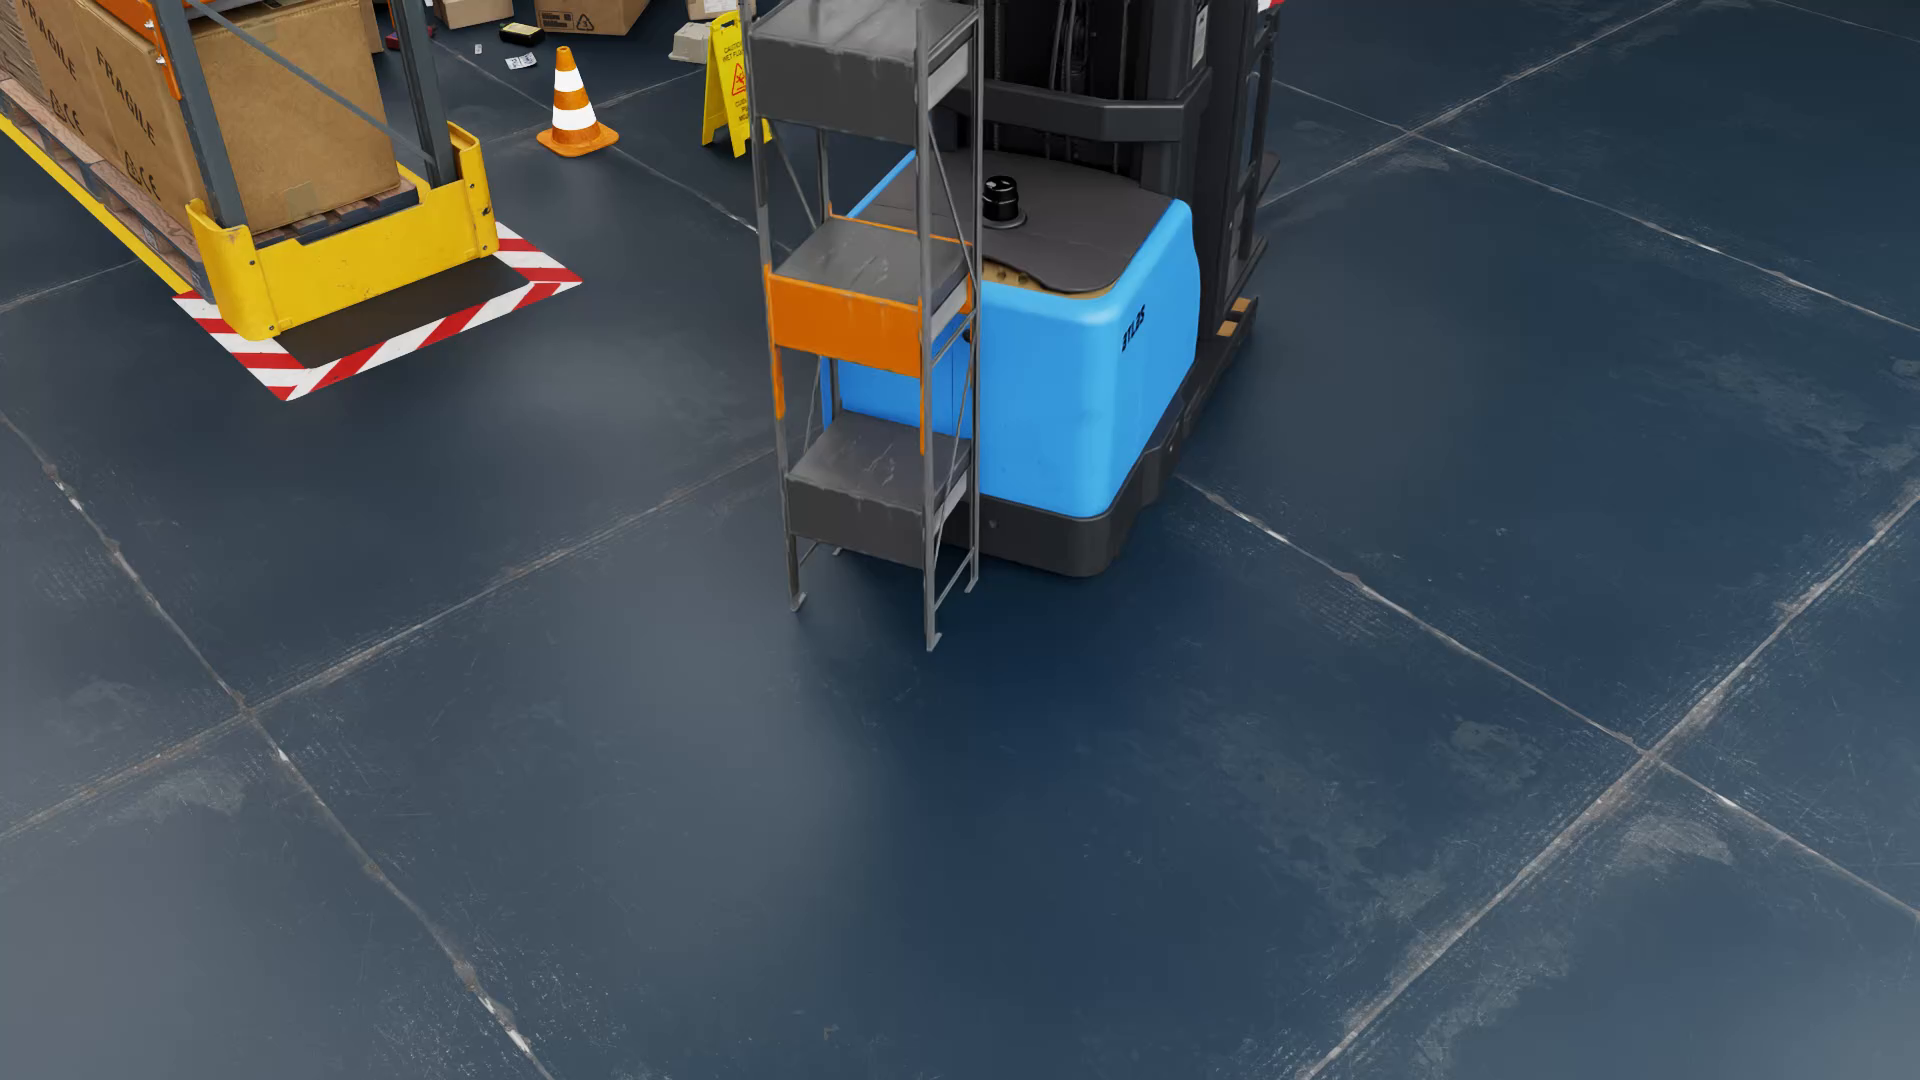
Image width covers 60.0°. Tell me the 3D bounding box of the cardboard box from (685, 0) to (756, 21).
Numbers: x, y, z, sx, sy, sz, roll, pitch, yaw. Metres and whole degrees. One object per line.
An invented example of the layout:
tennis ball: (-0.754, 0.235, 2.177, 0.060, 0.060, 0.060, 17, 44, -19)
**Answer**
cardboard box: (-1.366, -3.084, 9.451, 0.380, 0.149, 0.250, -8, 40, -10)

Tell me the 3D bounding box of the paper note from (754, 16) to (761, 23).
paper note: (-1.098, -2.882, 9.294, 0.142, 0.019, 0.148, 18, 42, 21)

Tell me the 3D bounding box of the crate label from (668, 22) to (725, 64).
crate label: (-1.398, -2.691, 8.973, 0.298, 0.136, 0.250, 11, 40, 13)

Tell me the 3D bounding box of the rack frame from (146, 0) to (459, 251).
rack frame: (-2.570, -2.295, 6.205, 1.000, 3.000, 0.127, -30, 48, -32)

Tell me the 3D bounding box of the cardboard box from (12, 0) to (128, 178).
cardboard box: (-3.674, -2.324, 7.597, 0.875, 0.875, 0.875, -31, 48, -32)

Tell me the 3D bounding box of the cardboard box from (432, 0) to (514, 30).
cardboard box: (-2.756, -3.070, 9.340, 0.396, 0.266, 0.258, -22, 44, -25)

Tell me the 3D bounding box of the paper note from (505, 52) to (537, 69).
paper note: (-2.352, -2.567, 8.906, 0.144, 0.017, 0.142, -15, 41, -17)

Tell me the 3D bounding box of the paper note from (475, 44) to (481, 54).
paper note: (-2.622, -2.673, 9.051, 0.032, 0.001, 0.123, -8, 40, -10)

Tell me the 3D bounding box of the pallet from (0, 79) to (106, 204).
pallet: (-3.989, -2.112, 8.197, 1.003, 0.211, 1.213, -30, 48, -32)

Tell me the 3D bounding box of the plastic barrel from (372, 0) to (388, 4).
plastic barrel: (-3.378, -3.271, 9.463, 0.512, 0.421, 0.421, -2, 39, -2)

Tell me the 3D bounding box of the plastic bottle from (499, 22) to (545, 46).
plastic bottle: (-2.439, -2.792, 9.158, 0.283, 0.061, 0.133, 18, 42, 21)

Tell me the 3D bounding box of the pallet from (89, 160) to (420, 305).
pallet: (-3.168, -1.547, 7.498, 1.003, 0.211, 1.213, -30, 48, -32)

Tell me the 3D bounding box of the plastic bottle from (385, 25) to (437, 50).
plastic bottle: (-3.009, -2.775, 9.137, 0.133, 0.061, 0.283, 18, 42, 21)

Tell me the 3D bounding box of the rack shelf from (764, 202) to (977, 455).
rack shelf: (-0.246, -0.624, 4.873, 0.480, 0.518, 0.431, 15, 41, 18)

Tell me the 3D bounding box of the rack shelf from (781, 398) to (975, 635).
rack shelf: (-0.246, -0.079, 5.312, 0.480, 0.518, 0.431, 15, 41, 18)

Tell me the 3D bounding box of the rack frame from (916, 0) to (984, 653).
rack frame: (-0.022, -0.574, 4.790, 0.015, 2.100, 0.400, 15, 41, 18)

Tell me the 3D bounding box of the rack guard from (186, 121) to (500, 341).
rack guard: (-2.554, -1.312, 6.976, 1.175, 0.500, 0.348, -30, 48, -32)

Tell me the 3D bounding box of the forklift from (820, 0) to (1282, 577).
forklift: (0.563, -1.944, 5.824, 1.130, 2.935, 3.031, 15, 41, 18)

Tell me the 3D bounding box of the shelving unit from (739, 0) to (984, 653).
shelving unit: (-0.246, -0.634, 4.864, 0.503, 2.100, 0.431, 15, 41, 18)

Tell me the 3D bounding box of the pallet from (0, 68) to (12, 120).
pallet: (-4.819, -2.676, 8.896, 1.003, 0.211, 1.213, -30, 48, -32)

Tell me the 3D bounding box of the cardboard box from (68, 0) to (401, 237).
cardboard box: (-3.077, -1.918, 7.094, 0.875, 0.875, 0.875, -30, 47, -32)

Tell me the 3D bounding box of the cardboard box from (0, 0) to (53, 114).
cardboard box: (-4.289, -2.747, 8.121, 0.875, 0.875, 0.875, -30, 47, -31)

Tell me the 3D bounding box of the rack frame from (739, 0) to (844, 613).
rack frame: (-0.471, -0.694, 4.938, 0.015, 2.100, 0.400, 15, 41, 18)

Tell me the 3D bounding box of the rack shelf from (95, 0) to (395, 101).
rack shelf: (-3.923, -2.941, 7.577, 1.077, 0.370, 4.000, -30, 48, -32)

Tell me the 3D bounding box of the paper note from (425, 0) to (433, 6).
paper note: (-3.009, -3.137, 9.617, 0.172, 0.023, 0.155, -15, 41, -17)

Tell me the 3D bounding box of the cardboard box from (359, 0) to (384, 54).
cardboard box: (-3.469, -2.893, 8.932, 0.500, 0.500, 0.500, -22, 44, -25)

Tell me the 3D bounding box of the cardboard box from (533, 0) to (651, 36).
cardboard box: (-2.045, -3.211, 9.326, 0.637, 0.503, 0.797, 5, 39, 6)

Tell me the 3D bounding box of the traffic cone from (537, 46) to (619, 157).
traffic cone: (-1.883, -2.158, 8.053, 0.336, 0.463, 0.334, -30, 48, -32)

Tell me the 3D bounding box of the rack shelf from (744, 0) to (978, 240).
rack shelf: (-0.246, -1.168, 4.433, 0.480, 0.518, 0.431, 15, 41, 18)

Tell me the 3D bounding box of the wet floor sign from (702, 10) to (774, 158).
wet floor sign: (-1.092, -2.207, 7.970, 0.232, 0.644, 0.267, 26, 45, 28)
